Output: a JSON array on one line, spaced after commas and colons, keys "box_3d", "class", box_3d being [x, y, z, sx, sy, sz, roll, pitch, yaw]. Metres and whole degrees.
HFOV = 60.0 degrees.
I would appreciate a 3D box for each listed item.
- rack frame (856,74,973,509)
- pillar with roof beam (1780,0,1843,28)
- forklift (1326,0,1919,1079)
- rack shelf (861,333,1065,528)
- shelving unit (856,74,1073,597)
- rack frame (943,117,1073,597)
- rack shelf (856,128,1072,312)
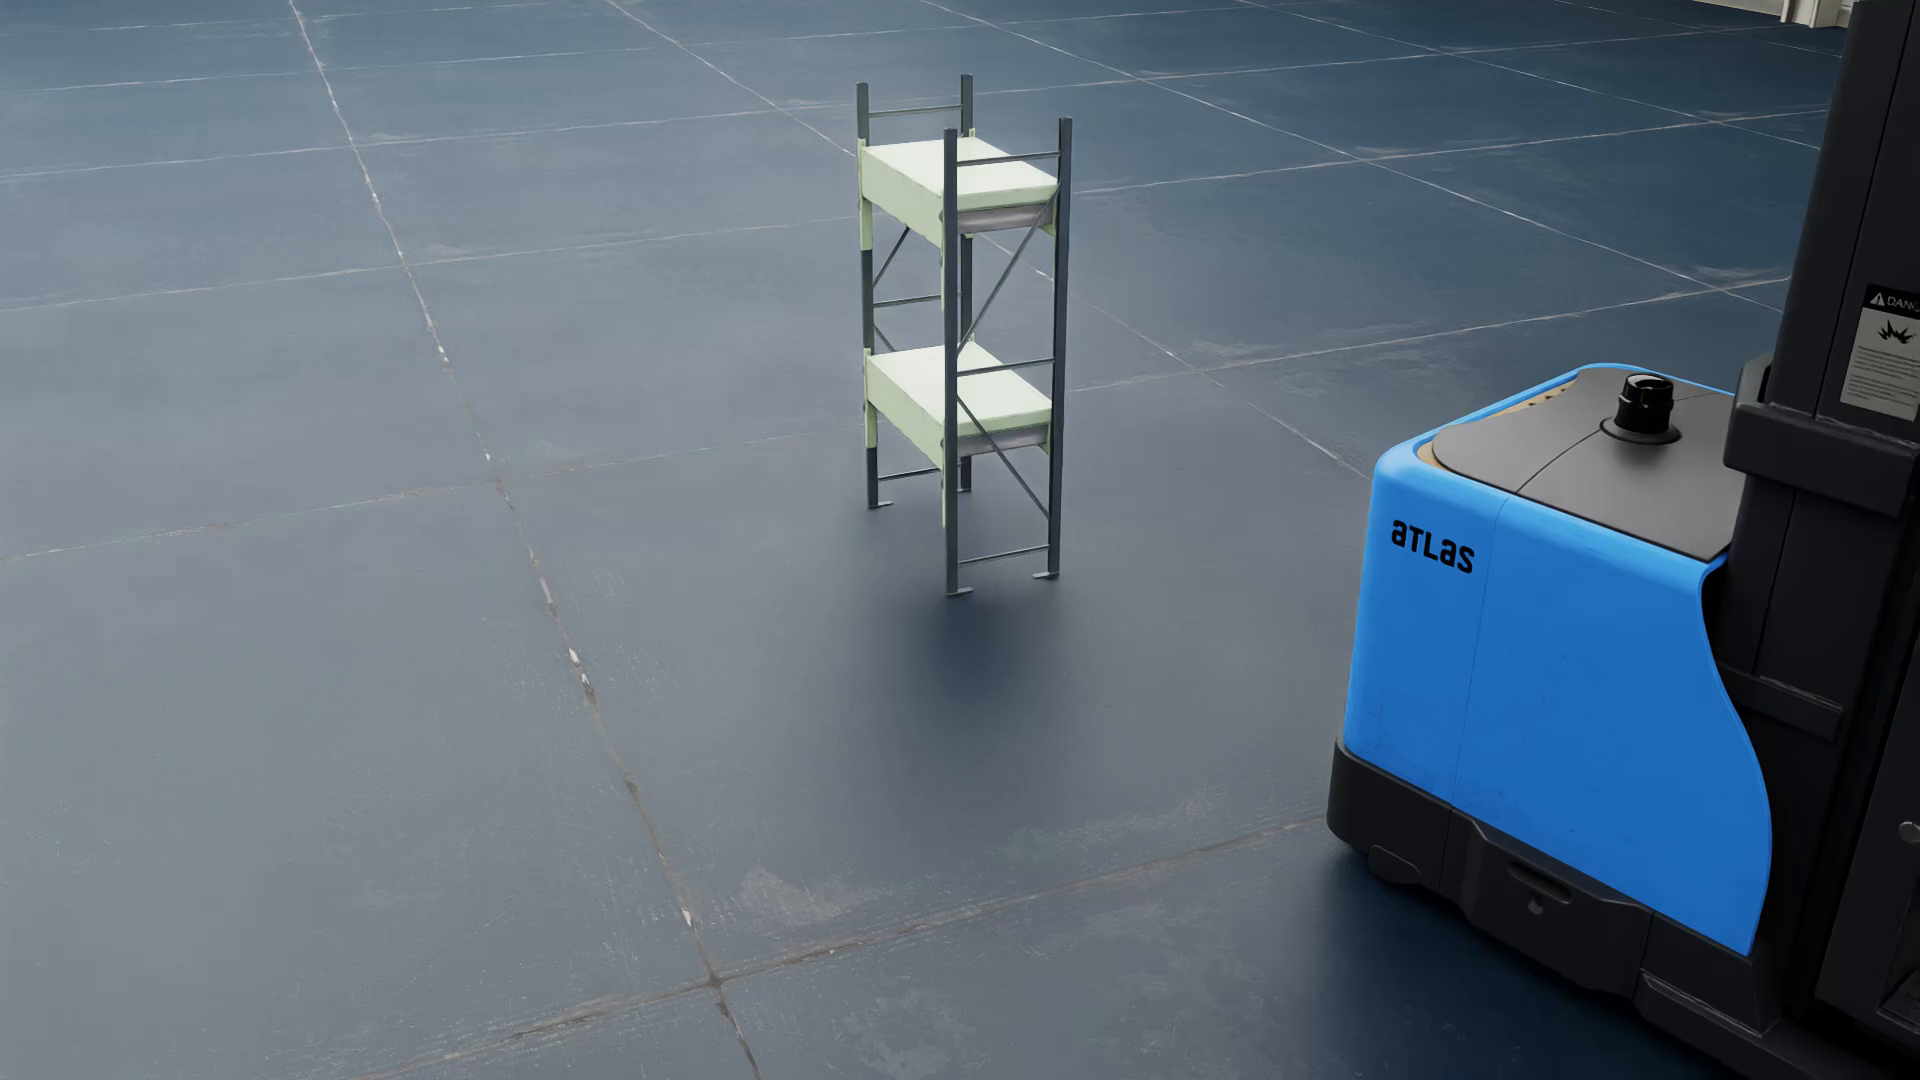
[{"box_3d": [-0.146, -0.824, 5.729, 0.400, 1.500, 0.023, -11, 28, -21], "class": "rack frame"}, {"box_3d": [4.101, -8.211, 12.311, 9.100, 9.000, 0.400, -11, 28, -21], "class": "pillar with roof beam"}, {"box_3d": [2.258, -0.199, 2.816, 1.130, 2.935, 3.031, -21, 33, -36], "class": "forklift"}, {"box_3d": [-0.003, -0.384, 5.569, 0.431, 0.370, 0.720, -11, 28, -21], "class": "rack shelf"}, {"box_3d": [-0.003, -0.677, 5.426, 0.431, 1.500, 0.755, -11, 28, -21], "class": "shelving unit"}, {"box_3d": [0.141, -0.529, 5.124, 0.400, 1.500, 0.023, -11, 28, -21], "class": "rack frame"}, {"box_3d": [-0.003, -1.027, 5.255, 0.431, 0.370, 0.720, -11, 28, -21], "class": "rack shelf"}]
